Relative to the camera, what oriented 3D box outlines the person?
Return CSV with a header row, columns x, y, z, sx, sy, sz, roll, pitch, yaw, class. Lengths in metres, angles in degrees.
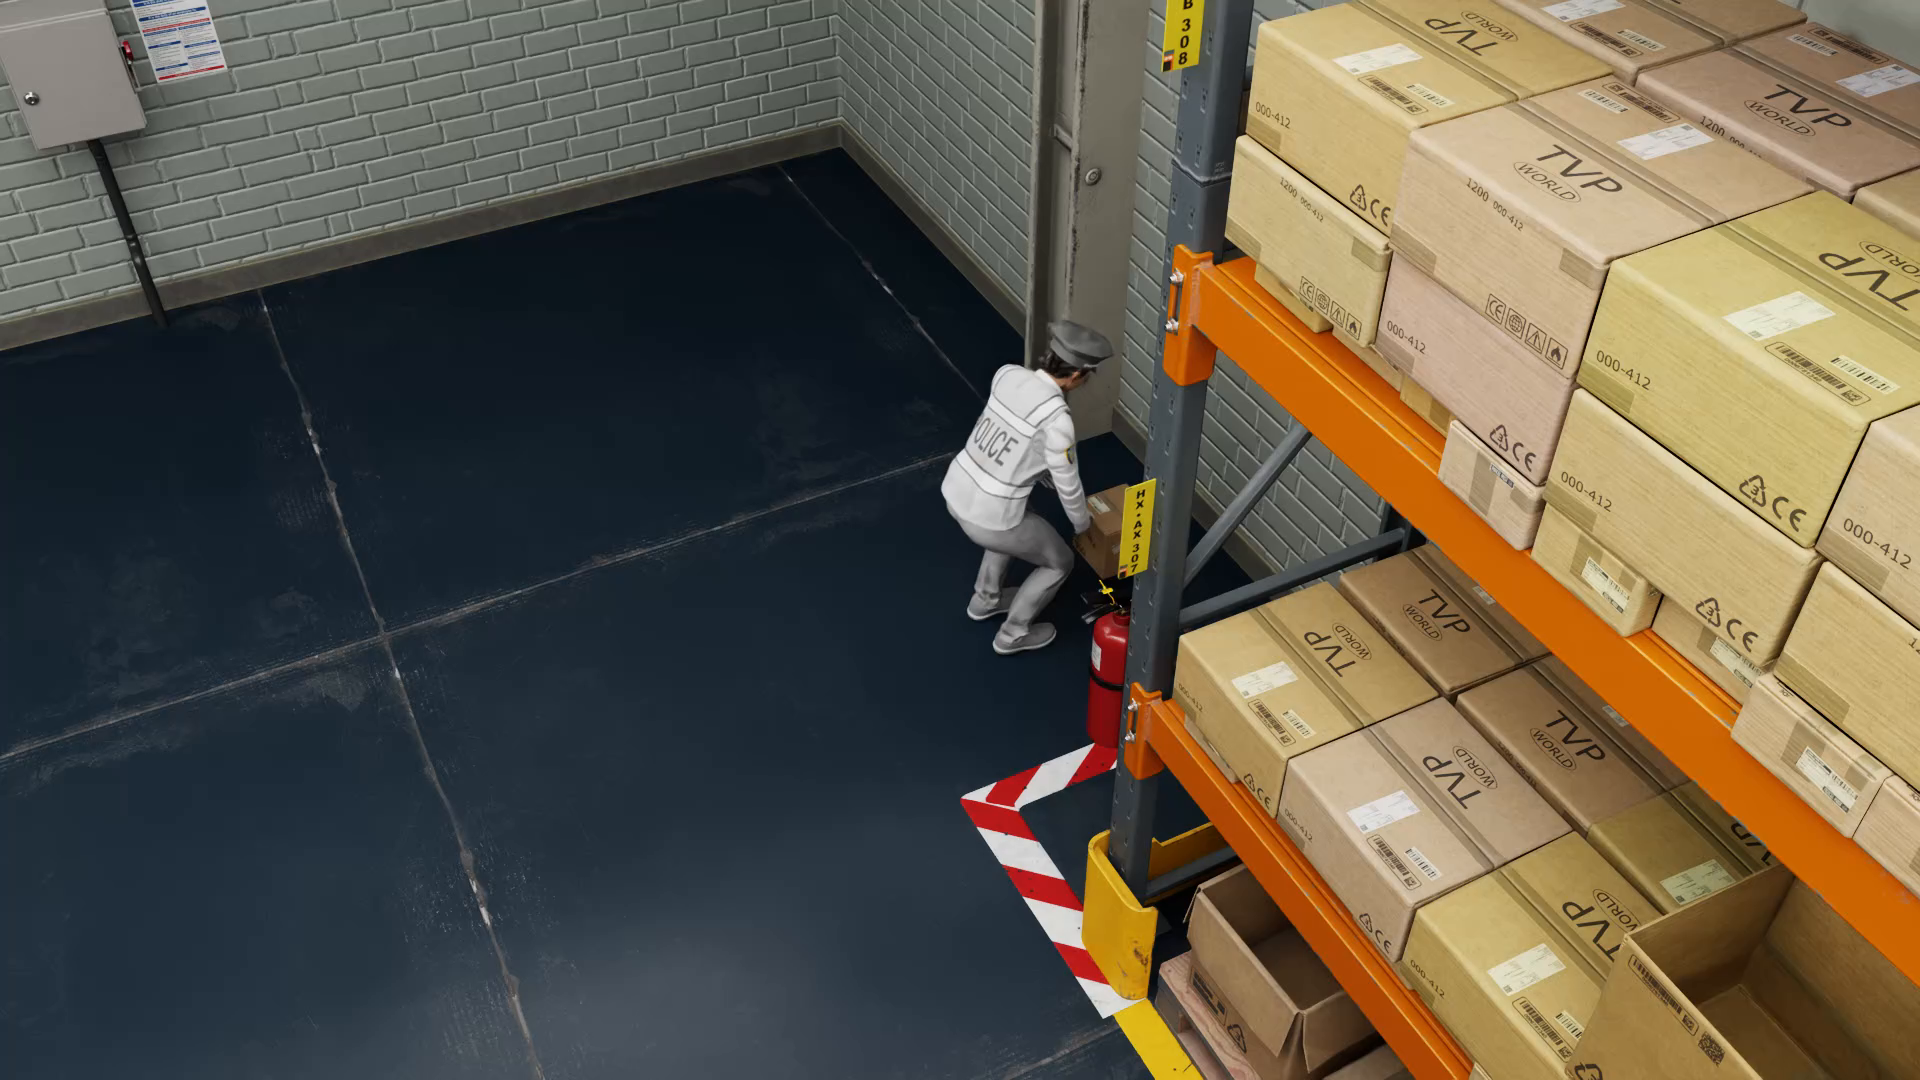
x,y,z,sx,sy,sz,roll,pitch,yaw,class
0.256,-0.203,6.592,0.691,1.404,0.535,-19,45,-20,person
